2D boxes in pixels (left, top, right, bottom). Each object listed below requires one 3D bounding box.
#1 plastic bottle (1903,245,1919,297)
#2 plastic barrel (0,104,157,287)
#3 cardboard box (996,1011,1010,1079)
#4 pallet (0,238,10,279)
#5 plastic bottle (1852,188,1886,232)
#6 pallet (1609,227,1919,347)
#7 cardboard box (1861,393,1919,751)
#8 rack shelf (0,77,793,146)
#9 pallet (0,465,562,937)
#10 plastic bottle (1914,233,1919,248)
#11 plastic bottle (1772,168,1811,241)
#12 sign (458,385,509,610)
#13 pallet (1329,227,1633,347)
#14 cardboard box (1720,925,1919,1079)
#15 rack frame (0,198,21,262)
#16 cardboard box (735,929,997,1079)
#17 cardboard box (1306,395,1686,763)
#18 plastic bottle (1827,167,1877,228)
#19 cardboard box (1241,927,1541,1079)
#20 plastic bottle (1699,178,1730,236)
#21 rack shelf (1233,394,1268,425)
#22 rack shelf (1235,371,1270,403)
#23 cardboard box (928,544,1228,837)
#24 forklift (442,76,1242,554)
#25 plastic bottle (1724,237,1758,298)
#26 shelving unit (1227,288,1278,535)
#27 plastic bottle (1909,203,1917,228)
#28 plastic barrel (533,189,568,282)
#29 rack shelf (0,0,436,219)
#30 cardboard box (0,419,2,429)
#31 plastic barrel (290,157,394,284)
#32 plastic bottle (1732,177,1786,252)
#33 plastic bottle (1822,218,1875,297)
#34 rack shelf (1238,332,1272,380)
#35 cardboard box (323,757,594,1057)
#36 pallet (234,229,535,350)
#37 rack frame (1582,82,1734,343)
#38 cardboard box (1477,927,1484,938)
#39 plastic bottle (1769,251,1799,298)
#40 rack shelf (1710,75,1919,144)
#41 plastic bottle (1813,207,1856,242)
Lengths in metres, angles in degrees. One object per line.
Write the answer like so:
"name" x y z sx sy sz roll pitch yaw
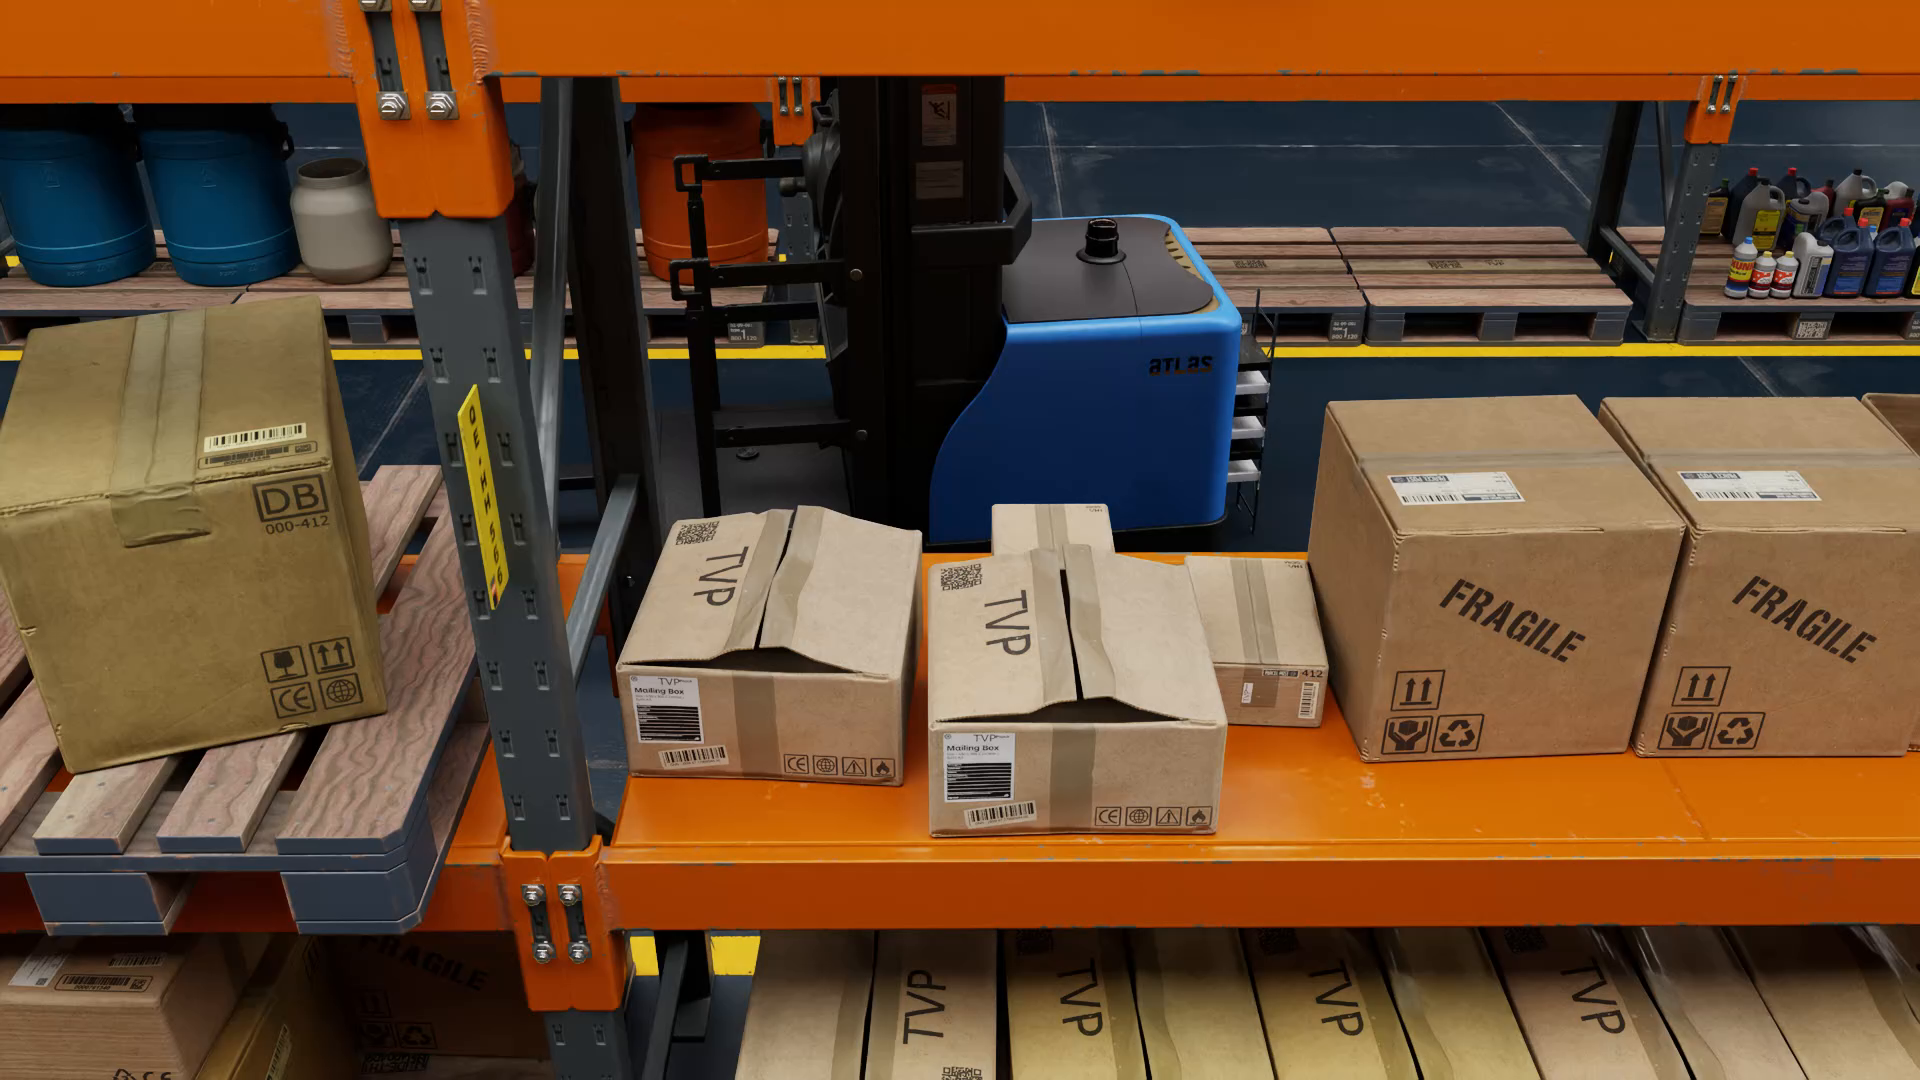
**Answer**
"plastic bottle" 4.435 -1.256 7.622 0.133 0.283 0.061 1 31 2
"plastic barrel" -4.185 -1.712 7.798 0.708 0.901 0.600 0 31 0
"cardboard box" 0.325 1.265 3.520 0.500 0.250 0.500 -1 31 -2
"pallet" -5.464 -1.222 8.061 1.213 0.211 1.003 0 31 0
"plastic bottle" 4.454 -1.589 8.171 0.133 0.283 0.061 0 31 0
"pallet" 3.943 -1.250 8.107 1.213 0.211 1.003 0 31 0
"cardboard box" 2.002 0.060 3.163 0.500 0.500 0.500 2 31 3
"rack shelf" -2.729 -2.136 7.572 4.000 0.370 1.077 0 31 0
"pallet" -1.380 0.240 3.147 1.003 0.211 1.213 0 31 0
"plastic bottle" 4.416 -1.291 7.693 0.097 0.271 0.097 0 31 0
"plastic bottle" 4.105 -1.670 8.240 0.185 0.351 0.144 -2 31 -3
"sign" -0.690 -0.060 2.417 0.005 0.325 0.100 0 31 0
"pallet" 2.486 -1.247 8.102 1.213 0.211 1.003 0 31 0
"cardboard box" 1.874 1.019 3.384 0.500 0.311 0.500 0 31 0
"rack frame" -4.729 -2.437 7.375 0.127 3.000 1.000 0 31 0
"cardboard box" -0.177 1.027 3.371 0.500 0.311 0.500 1 31 1
"cardboard box" 0.975 0.063 3.157 0.500 0.500 0.500 -2 31 -3
"plastic bottle" 4.428 -1.671 8.242 0.185 0.351 0.144 0 31 -1
"cardboard box" 0.858 1.020 3.382 0.500 0.311 0.500 -1 31 -2
"plastic bottle" 3.750 -1.661 8.291 0.133 0.283 0.061 1 31 2
"rack shelf" 0.994 -0.506 6.107 0.200 0.077 0.258 -4 31 -7
"rack shelf" 0.994 -0.583 6.061 0.200 0.077 0.258 -4 31 -7
"cardboard box" 0.193 0.256 3.023 0.500 0.311 0.500 -1 31 -1
"forklift" -0.620 -1.210 5.419 3.031 2.935 1.130 -4 31 -7
"plastic bottle" 3.592 -1.257 7.637 0.097 0.271 0.097 0 31 0
"shelving unit" 0.994 -0.458 6.137 0.210 0.900 0.258 -4 31 -7
"plastic bottle" 4.708 -1.620 8.302 0.097 0.201 0.097 0 31 0
"plastic barrel" -1.782 -1.507 7.835 0.421 0.512 0.421 0 31 0
"rack shelf" -2.703 -0.849 2.559 4.000 0.370 1.077 0 31 0
"cardboard box" -2.248 -0.138 3.085 0.500 0.500 0.700 6 32 9
"plastic barrel" -2.912 -1.503 7.830 0.421 0.512 0.421 0 31 0
"plastic bottle" 3.914 -1.594 8.116 0.185 0.351 0.144 0 31 0
"plastic bottle" 4.080 -1.305 7.639 0.185 0.351 0.144 1 31 1
"rack shelf" 0.994 -0.660 6.014 0.200 0.077 0.258 -4 31 -7
"cardboard box" -1.160 0.854 3.937 0.500 0.500 0.500 1 31 2
"pallet" -2.734 -1.231 8.075 1.213 0.211 1.003 0 31 0
"rack frame" 3.271 -2.462 7.416 0.127 3.000 1.000 0 31 0
"cardboard box" 1.345 0.741 3.842 0.500 0.311 0.500 1 31 1
"plastic bottle" 3.795 -1.228 7.656 0.097 0.201 0.097 0 31 0
"rack shelf" 5.271 -2.161 7.613 4.000 0.370 1.077 0 31 0
"plastic bottle" 4.080 -1.380 7.762 0.185 0.351 0.144 0 31 0
